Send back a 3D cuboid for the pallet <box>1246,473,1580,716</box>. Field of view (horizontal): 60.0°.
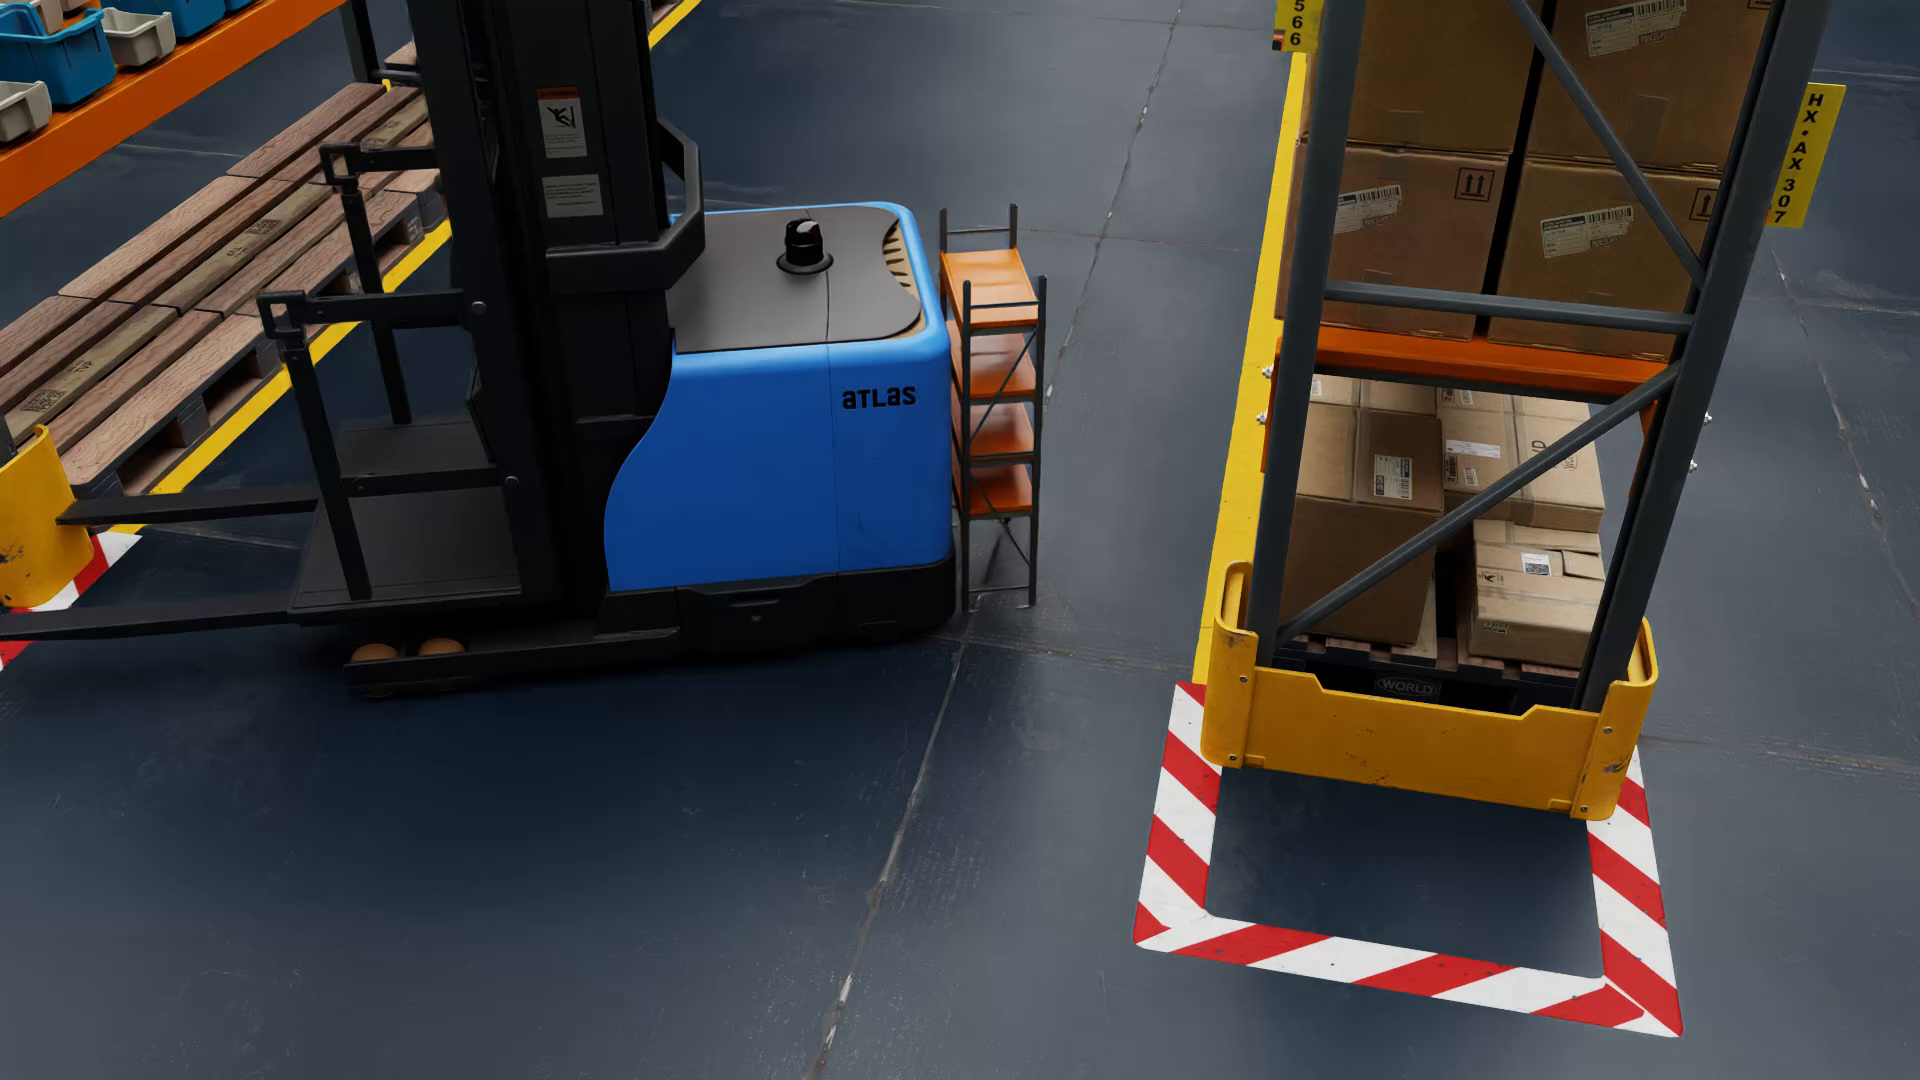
[{"bbox_3d":[1.472,0.082,5.458,1.003,0.211,1.213,7,37,10],"label":"pallet"}]

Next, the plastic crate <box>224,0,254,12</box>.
[{"bbox_3d":[-2.832,-2.154,6.257,0.416,0.233,0.300,7,37,10],"label":"plastic crate"}]

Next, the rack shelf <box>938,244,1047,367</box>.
[{"bbox_3d":[0.092,-0.717,5.047,0.258,0.148,0.480,-5,36,-7],"label":"rack shelf"}]

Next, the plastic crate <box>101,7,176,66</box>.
[{"bbox_3d":[-2.883,-1.750,5.782,0.250,0.136,0.298,7,37,10],"label":"plastic crate"}]

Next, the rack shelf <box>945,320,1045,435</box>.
[{"bbox_3d":[0.092,-0.526,5.186,0.258,0.148,0.480,-5,36,-7],"label":"rack shelf"}]

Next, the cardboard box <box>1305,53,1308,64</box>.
[{"bbox_3d":[1.220,-1.572,4.425,0.500,0.500,0.500,8,37,11],"label":"cardboard box"}]

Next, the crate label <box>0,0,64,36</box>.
[{"bbox_3d":[-3.443,-1.905,5.996,0.396,0.136,0.243,7,37,10],"label":"crate label"}]

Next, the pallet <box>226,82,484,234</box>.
[{"bbox_3d":[-2.817,-1.908,8.202,1.003,0.211,1.213,7,37,10],"label":"pallet"}]

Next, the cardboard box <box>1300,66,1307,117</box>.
[{"bbox_3d":[1.223,-1.176,4.732,0.500,0.500,0.500,8,37,10],"label":"cardboard box"}]

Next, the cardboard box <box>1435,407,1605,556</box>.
[{"bbox_3d":[1.786,-0.175,5.403,0.500,0.250,0.500,7,37,10],"label":"cardboard box"}]

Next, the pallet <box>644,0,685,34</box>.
[{"bbox_3d":[-2.234,-3.473,10.362,1.003,0.211,1.213,7,37,10],"label":"pallet"}]

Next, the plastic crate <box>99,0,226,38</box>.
[{"bbox_3d":[-2.896,-1.982,6.020,0.416,0.233,0.300,7,37,10],"label":"plastic crate"}]

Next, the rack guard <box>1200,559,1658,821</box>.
[{"bbox_3d":[1.302,0.422,4.742,1.175,0.500,0.348,7,37,10],"label":"rack guard"}]

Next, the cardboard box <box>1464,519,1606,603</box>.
[{"bbox_3d":[1.765,0.082,5.120,0.380,0.166,0.250,7,37,10],"label":"cardboard box"}]

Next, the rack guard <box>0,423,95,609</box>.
[{"bbox_3d":[-3.545,-0.142,5.520,1.175,0.500,0.348,7,37,10],"label":"rack guard"}]

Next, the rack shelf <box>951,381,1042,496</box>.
[{"bbox_3d":[0.092,-0.345,5.317,0.258,0.148,0.480,-5,36,-7],"label":"rack shelf"}]

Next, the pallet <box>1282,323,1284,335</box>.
[{"bbox_3d":[1.735,-0.616,6.420,1.003,0.211,1.213,7,37,10],"label":"pallet"}]

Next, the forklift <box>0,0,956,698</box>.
[{"bbox_3d":[-1.573,-1.037,4.683,3.031,2.935,1.130,-5,36,-7],"label":"forklift"}]

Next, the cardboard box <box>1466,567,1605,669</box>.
[{"bbox_3d":[1.711,0.232,4.928,0.380,0.149,0.250,7,37,10],"label":"cardboard box"}]

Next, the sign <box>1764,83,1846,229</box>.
[{"bbox_3d":[1.816,-0.829,3.601,0.100,0.325,0.005,7,37,10],"label":"sign"}]

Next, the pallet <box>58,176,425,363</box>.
[{"bbox_3d":[-3.075,-1.206,7.234,1.003,0.211,1.213,7,37,10],"label":"pallet"}]

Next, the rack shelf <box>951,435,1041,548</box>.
[{"bbox_3d":[0.091,-0.184,5.434,0.258,0.148,0.480,-5,36,-7],"label":"rack shelf"}]

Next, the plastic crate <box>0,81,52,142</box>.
[{"bbox_3d":[-3.028,-1.361,5.246,0.250,0.136,0.298,7,37,10],"label":"plastic crate"}]

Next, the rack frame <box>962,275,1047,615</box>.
[{"bbox_3d":[0.127,-0.257,5.082,0.240,1.200,0.015,-5,36,-7],"label":"rack frame"}]

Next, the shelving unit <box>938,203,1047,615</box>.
[{"bbox_3d":[0.092,-0.399,5.278,0.258,1.200,0.503,-5,36,-7],"label":"shelving unit"}]

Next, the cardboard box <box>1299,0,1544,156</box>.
[{"bbox_3d":[1.113,-1.282,4.025,0.500,0.500,0.500,7,37,10],"label":"cardboard box"}]

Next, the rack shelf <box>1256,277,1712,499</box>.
[{"bbox_3d":[1.713,-1.402,5.742,1.077,0.370,4.000,7,37,10],"label":"rack shelf"}]

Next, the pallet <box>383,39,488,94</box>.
[{"bbox_3d":[-2.492,-2.771,9.394,1.003,0.211,1.213,7,37,10],"label":"pallet"}]

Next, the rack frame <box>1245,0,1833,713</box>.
[{"bbox_3d":[1.286,-0.547,3.949,1.000,3.000,0.127,7,37,10],"label":"rack frame"}]

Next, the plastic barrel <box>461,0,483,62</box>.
[{"bbox_3d":[-2.565,-3.093,8.892,0.600,0.901,0.708,7,37,10],"label":"plastic barrel"}]

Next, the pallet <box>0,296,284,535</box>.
[{"bbox_3d":[-3.338,-0.509,6.272,1.003,0.211,1.213,7,37,10],"label":"pallet"}]

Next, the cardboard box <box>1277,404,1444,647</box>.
[{"bbox_3d":[1.162,-0.056,5.026,0.500,0.500,0.500,7,37,10],"label":"cardboard box"}]

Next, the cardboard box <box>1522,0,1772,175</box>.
[{"bbox_3d":[1.639,-1.214,3.931,0.500,0.500,0.500,8,37,11],"label":"cardboard box"}]

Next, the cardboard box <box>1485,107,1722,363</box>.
[{"bbox_3d":[1.639,-0.809,4.225,0.500,0.500,0.500,8,37,11],"label":"cardboard box"}]

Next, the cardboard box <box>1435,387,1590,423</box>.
[{"bbox_3d":[1.893,-0.461,5.798,0.500,0.250,0.500,7,37,10],"label":"cardboard box"}]

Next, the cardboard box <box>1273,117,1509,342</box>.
[{"bbox_3d":[1.116,-0.878,4.321,0.500,0.500,0.500,8,37,11],"label":"cardboard box"}]

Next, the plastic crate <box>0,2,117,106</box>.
[{"bbox_3d":[-3.037,-1.604,5.499,0.416,0.233,0.300,7,37,10],"label":"plastic crate"}]

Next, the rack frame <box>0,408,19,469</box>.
[{"bbox_3d":[-3.552,-1.170,4.808,1.000,3.000,0.127,7,37,10],"label":"rack frame"}]

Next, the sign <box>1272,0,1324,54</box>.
[{"bbox_3d":[0.748,-1.225,3.628,0.100,0.325,0.005,7,37,10],"label":"sign"}]

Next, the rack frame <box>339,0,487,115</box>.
[{"bbox_3d":[-2.698,-3.463,7.972,1.000,3.000,0.127,7,37,10],"label":"rack frame"}]

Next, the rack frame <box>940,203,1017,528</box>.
[{"bbox_3d":[0.057,-0.541,5.473,0.240,1.200,0.015,-5,36,-7],"label":"rack frame"}]

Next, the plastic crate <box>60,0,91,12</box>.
[{"bbox_3d":[-3.398,-2.077,6.233,0.298,0.136,0.250,7,37,10],"label":"plastic crate"}]

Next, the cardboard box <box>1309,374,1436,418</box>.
[{"bbox_3d":[1.394,-0.495,5.845,0.500,0.250,0.500,7,37,10],"label":"cardboard box"}]
